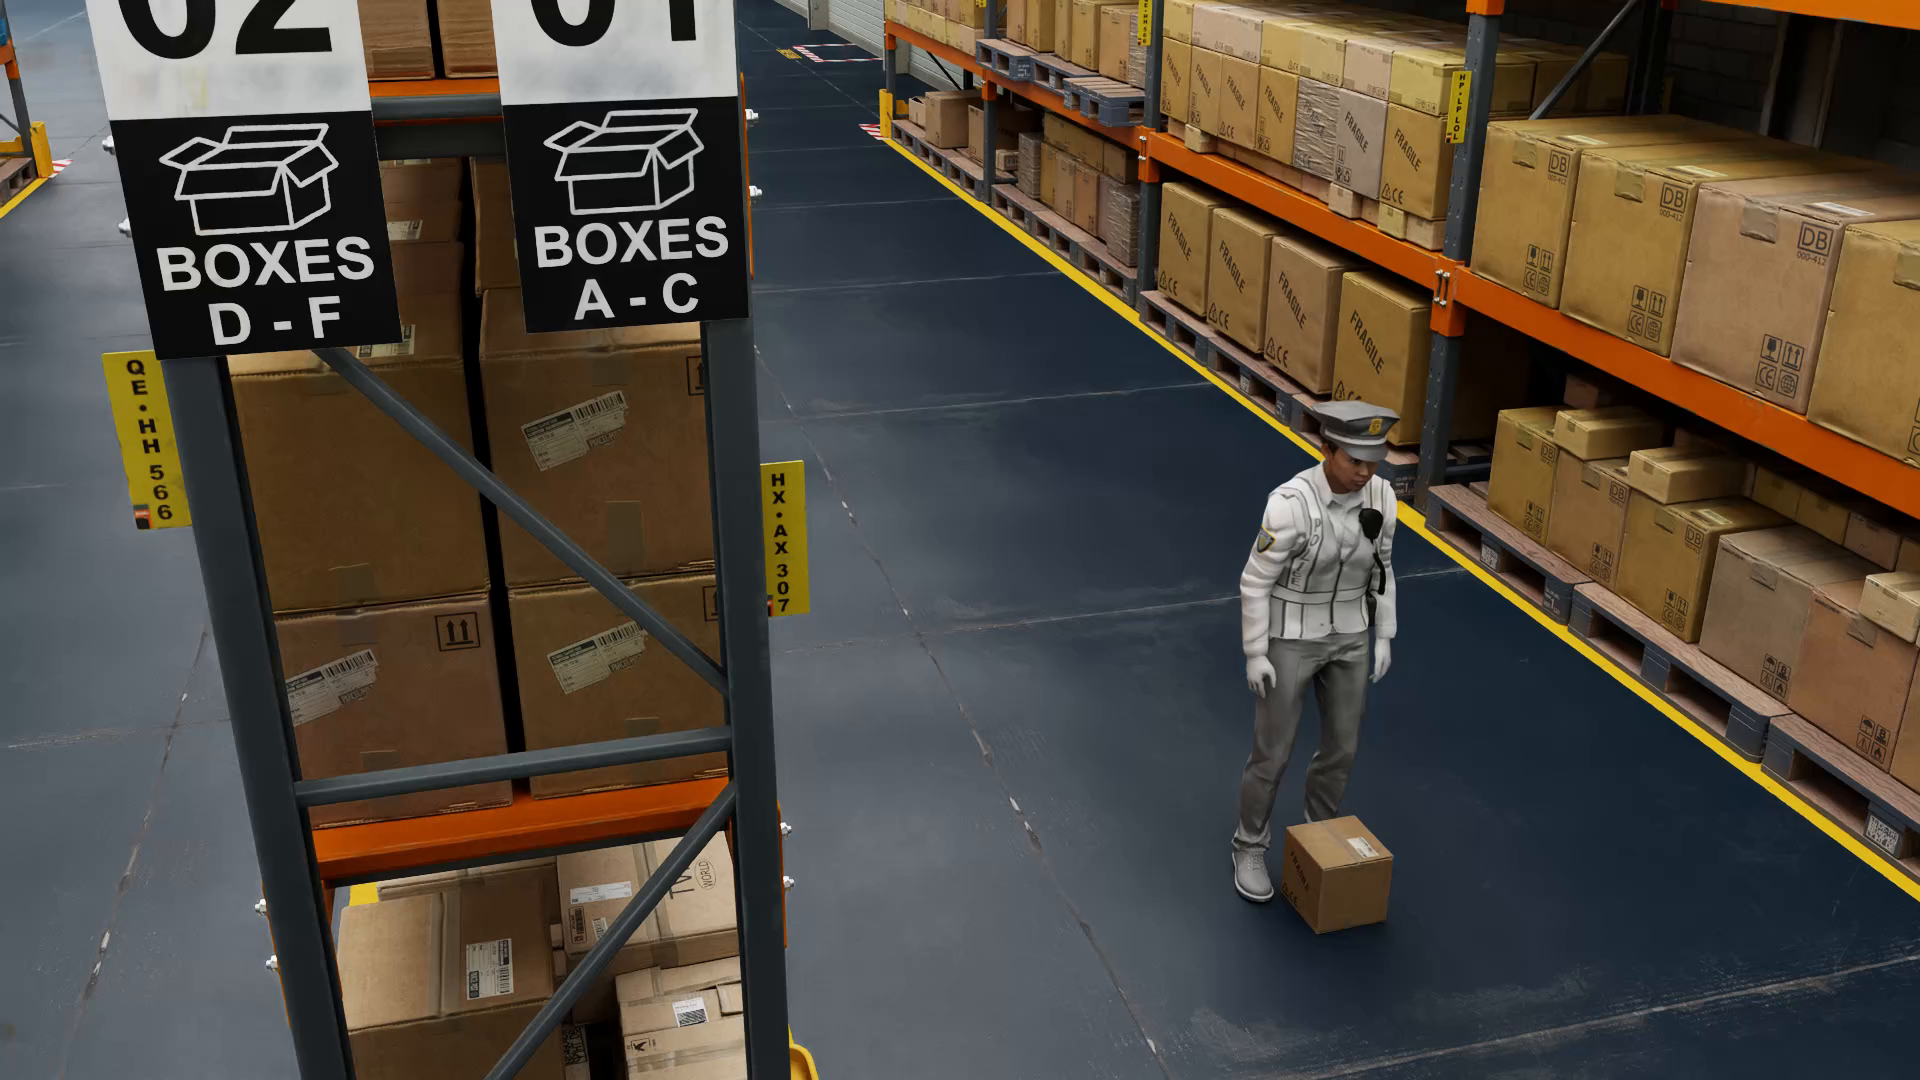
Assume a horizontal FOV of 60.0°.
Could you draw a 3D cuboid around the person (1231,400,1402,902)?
[{"bbox_3d":[1.141,0.340,5.294,0.531,1.663,0.377,-6,24,-15],"label":"person"}]
